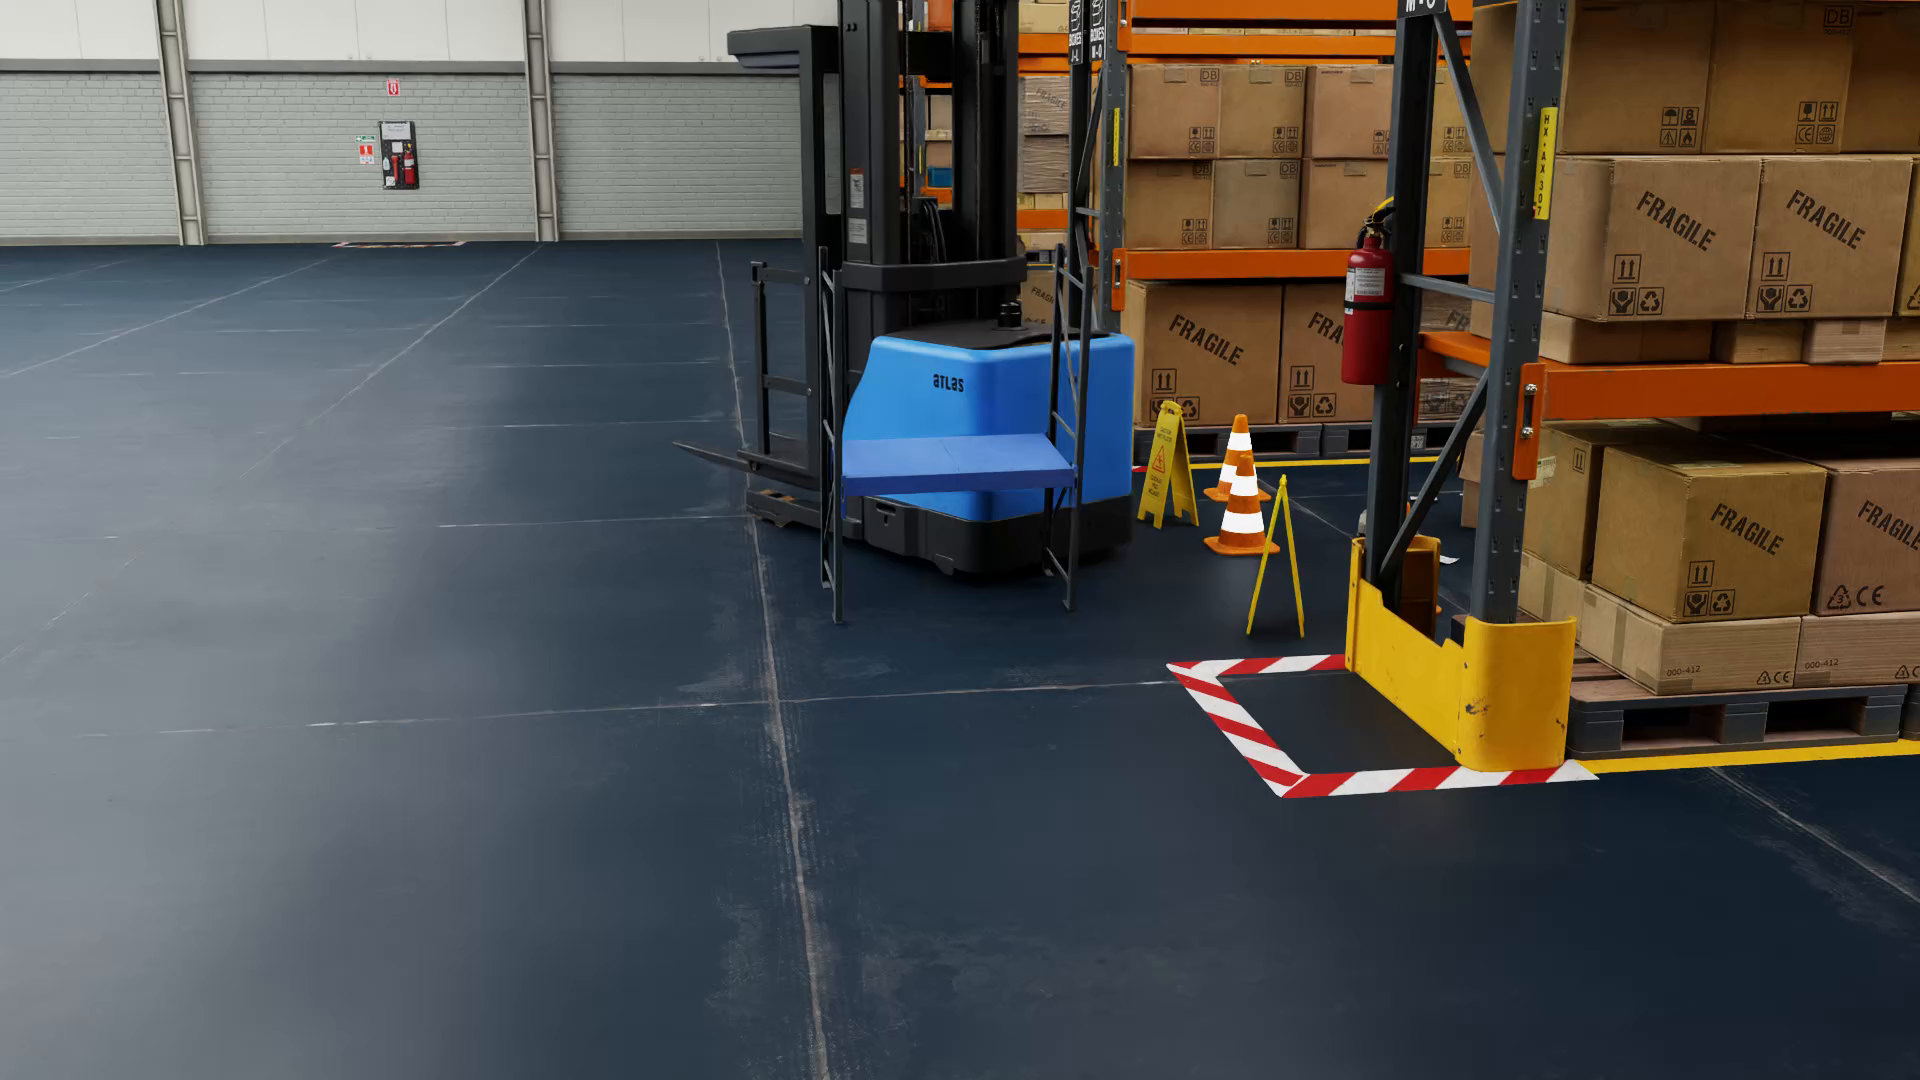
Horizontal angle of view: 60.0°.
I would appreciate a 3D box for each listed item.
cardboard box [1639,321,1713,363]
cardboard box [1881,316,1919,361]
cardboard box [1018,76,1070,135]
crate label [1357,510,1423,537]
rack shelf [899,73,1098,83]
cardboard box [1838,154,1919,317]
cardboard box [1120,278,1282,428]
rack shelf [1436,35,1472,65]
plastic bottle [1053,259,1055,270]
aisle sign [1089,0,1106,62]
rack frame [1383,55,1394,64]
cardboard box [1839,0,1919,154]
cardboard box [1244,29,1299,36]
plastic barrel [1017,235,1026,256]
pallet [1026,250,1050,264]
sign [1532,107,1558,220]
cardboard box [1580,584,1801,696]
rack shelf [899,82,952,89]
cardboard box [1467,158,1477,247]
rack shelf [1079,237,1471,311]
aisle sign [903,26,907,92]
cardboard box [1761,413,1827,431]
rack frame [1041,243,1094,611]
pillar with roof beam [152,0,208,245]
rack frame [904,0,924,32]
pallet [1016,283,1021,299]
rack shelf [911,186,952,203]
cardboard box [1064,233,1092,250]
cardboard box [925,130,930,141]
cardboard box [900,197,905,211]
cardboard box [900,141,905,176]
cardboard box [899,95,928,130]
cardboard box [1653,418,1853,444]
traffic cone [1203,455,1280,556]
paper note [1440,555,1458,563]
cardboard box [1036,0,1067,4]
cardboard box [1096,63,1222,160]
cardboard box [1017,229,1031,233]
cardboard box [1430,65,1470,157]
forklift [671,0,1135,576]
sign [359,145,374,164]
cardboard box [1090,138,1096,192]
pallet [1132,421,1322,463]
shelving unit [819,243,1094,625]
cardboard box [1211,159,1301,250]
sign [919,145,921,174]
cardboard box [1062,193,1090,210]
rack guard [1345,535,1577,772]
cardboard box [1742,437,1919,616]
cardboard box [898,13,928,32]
[{"bbox_3d":[2.287,-0.693,5.546,0.250,0.149,0.380,-2,14,-7],"label":"cardboard box"},{"bbox_3d":[3.070,-0.699,5.569,0.250,0.149,0.380,-2,14,-7],"label":"cardboard box"},{"bbox_3d":[0.780,-3.856,14.768,0.500,0.500,0.500,-2,14,-8],"label":"cardboard box"},{"bbox_3d":[2.172,-0.076,8.451,0.298,0.136,0.250,-11,18,-37],"label":"crate label"},{"bbox_3d":[0.702,-6.785,24.634,4.000,0.370,1.077,-2,14,-8],"label":"rack shelf"},{"bbox_3d":[3.197,-1.022,5.522,0.500,0.500,0.500,-2,14,-9],"label":"cardboard box"},{"bbox_3d":[1.496,-1.241,10.717,0.875,0.875,0.875,-2,14,-8],"label":"cardboard box"},{"bbox_3d":[6.129,-4.547,15.710,4.000,0.370,1.077,-2,14,-8],"label":"rack shelf"},{"bbox_3d":[1.209,-3.443,20.843,0.097,0.201,0.097,0,14,0],"label":"plastic bottle"},{"bbox_3d":[0.810,-3.213,9.734,0.004,0.787,0.394,-2,14,-8],"label":"aisle sign"},{"bbox_3d":[4.151,-3.369,15.698,0.127,3.000,1.000,-2,14,-8],"label":"rack frame"},{"bbox_3d":[3.136,-1.649,5.967,0.500,0.500,0.700,-2,14,-9],"label":"cardboard box"},{"bbox_3d":[2.718,-4.635,14.891,0.500,0.250,0.500,-2,14,-9],"label":"cardboard box"},{"bbox_3d":[0.593,-3.473,20.363,0.421,0.512,0.421,0,14,0],"label":"plastic barrel"},{"bbox_3d":[0.678,-4.336,25.285,1.213,0.211,1.003,-2,14,-8],"label":"pallet"},{"bbox_3d":[1.753,-1.129,4.989,0.005,0.325,0.100,-2,14,-8],"label":"sign"},{"bbox_3d":[2.511,0.327,5.750,0.500,0.250,0.500,-2,14,-9],"label":"cardboard box"},{"bbox_3d":[-0.040,-7.977,29.385,4.000,0.370,1.077,-2,14,-8],"label":"rack shelf"},{"bbox_3d":[3.335,-2.212,10.777,0.550,0.550,0.875,-2,14,-8],"label":"cardboard box"},{"bbox_3d":[2.813,-1.751,10.725,4.000,0.370,1.077,-2,14,-8],"label":"rack shelf"},{"bbox_3d":[-0.657,-5.745,19.829,0.004,0.787,0.394,-2,14,-8],"label":"aisle sign"},{"bbox_3d":[3.028,-0.518,6.245,0.250,0.149,0.380,-2,14,-7],"label":"cardboard box"},{"bbox_3d":[0.456,-0.482,7.159,0.032,1.500,0.500,-3,21,-11],"label":"rack frame"},{"bbox_3d":[-12.679,-8.471,23.711,0.400,9.000,9.100,-2,14,-8],"label":"pillar with roof beam"},{"bbox_3d":[-0.542,-7.325,19.141,0.127,3.000,1.000,-2,14,-8],"label":"rack frame"},{"bbox_3d":[0.330,-3.105,20.378,1.213,0.211,1.003,-2,14,-8],"label":"pallet"},{"bbox_3d":[1.436,-4.139,20.247,4.000,0.370,1.077,-2,14,-8],"label":"rack shelf"},{"bbox_3d":[1.757,-4.537,25.144,0.500,0.250,0.500,-2,14,-8],"label":"cardboard box"},{"bbox_3d":[-0.595,-5.943,24.422,0.250,0.149,0.380,-2,14,-10],"label":"cardboard box"},{"bbox_3d":[-0.790,-4.932,25.177,0.500,0.500,0.500,-2,14,-8],"label":"cardboard box"},{"bbox_3d":[-0.813,-5.669,24.665,0.500,0.500,0.700,-2,14,-8],"label":"cardboard box"},{"bbox_3d":[-0.760,-6.300,24.515,0.500,0.500,0.700,-2,14,-8],"label":"cardboard box"},{"bbox_3d":[2.941,-0.185,6.252,0.500,0.500,0.500,-2,14,-6],"label":"cardboard box"},{"bbox_3d":[1.404,-0.190,8.239,0.334,0.463,0.336,-2,14,-8],"label":"traffic cone"},{"bbox_3d":[2.311,0.087,8.022,0.142,0.019,0.148,-8,16,-28],"label":"paper note"},{"bbox_3d":[0.774,-4.740,14.488,0.250,0.149,0.380,-2,14,-7],"label":"cardboard box"},{"bbox_3d":[1.208,-2.628,10.215,0.550,0.550,0.875,-2,14,-8],"label":"cardboard box"},{"bbox_3d":[0.771,-4.860,24.893,0.500,0.500,0.500,-2,14,-8],"label":"cardboard box"},{"bbox_3d":[2.817,-2.708,10.535,0.500,0.550,0.875,-2,14,-8],"label":"cardboard box"},{"bbox_3d":[-0.481,-1.554,8.602,1.130,2.935,3.031,-11,18,-38],"label":"forklift"},{"bbox_3d":[-10.399,-6.756,29.131,0.234,0.329,0.001,-2,14,-8],"label":"sign"},{"bbox_3d":[1.221,-3.477,15.312,0.500,0.500,0.875,-2,14,-8],"label":"cardboard box"},{"bbox_3d":[1.614,-0.722,10.878,1.213,0.211,1.003,-2,14,-8],"label":"pallet"},{"bbox_3d":[-0.042,-0.458,7.061,1.048,1.500,0.538,-3,21,-11],"label":"shelving unit"},{"bbox_3d":[1.736,-2.149,10.528,0.550,0.550,0.875,-2,14,-8],"label":"cardboard box"},{"bbox_3d":[-0.464,-4.417,19.309,0.005,0.325,0.100,-2,14,-8],"label":"sign"},{"bbox_3d":[1.013,-3.065,15.003,0.250,0.149,0.380,-2,14,-8],"label":"cardboard box"},{"bbox_3d":[1.747,0.370,5.930,0.348,0.500,1.175,-2,14,-8],"label":"rack guard"},{"bbox_3d":[3.051,-0.058,5.742,0.500,0.500,0.500,-3,14,-10],"label":"cardboard box"},{"bbox_3d":[-0.707,-7.403,24.256,0.637,0.503,0.797,-1,14,-4],"label":"cardboard box"}]
